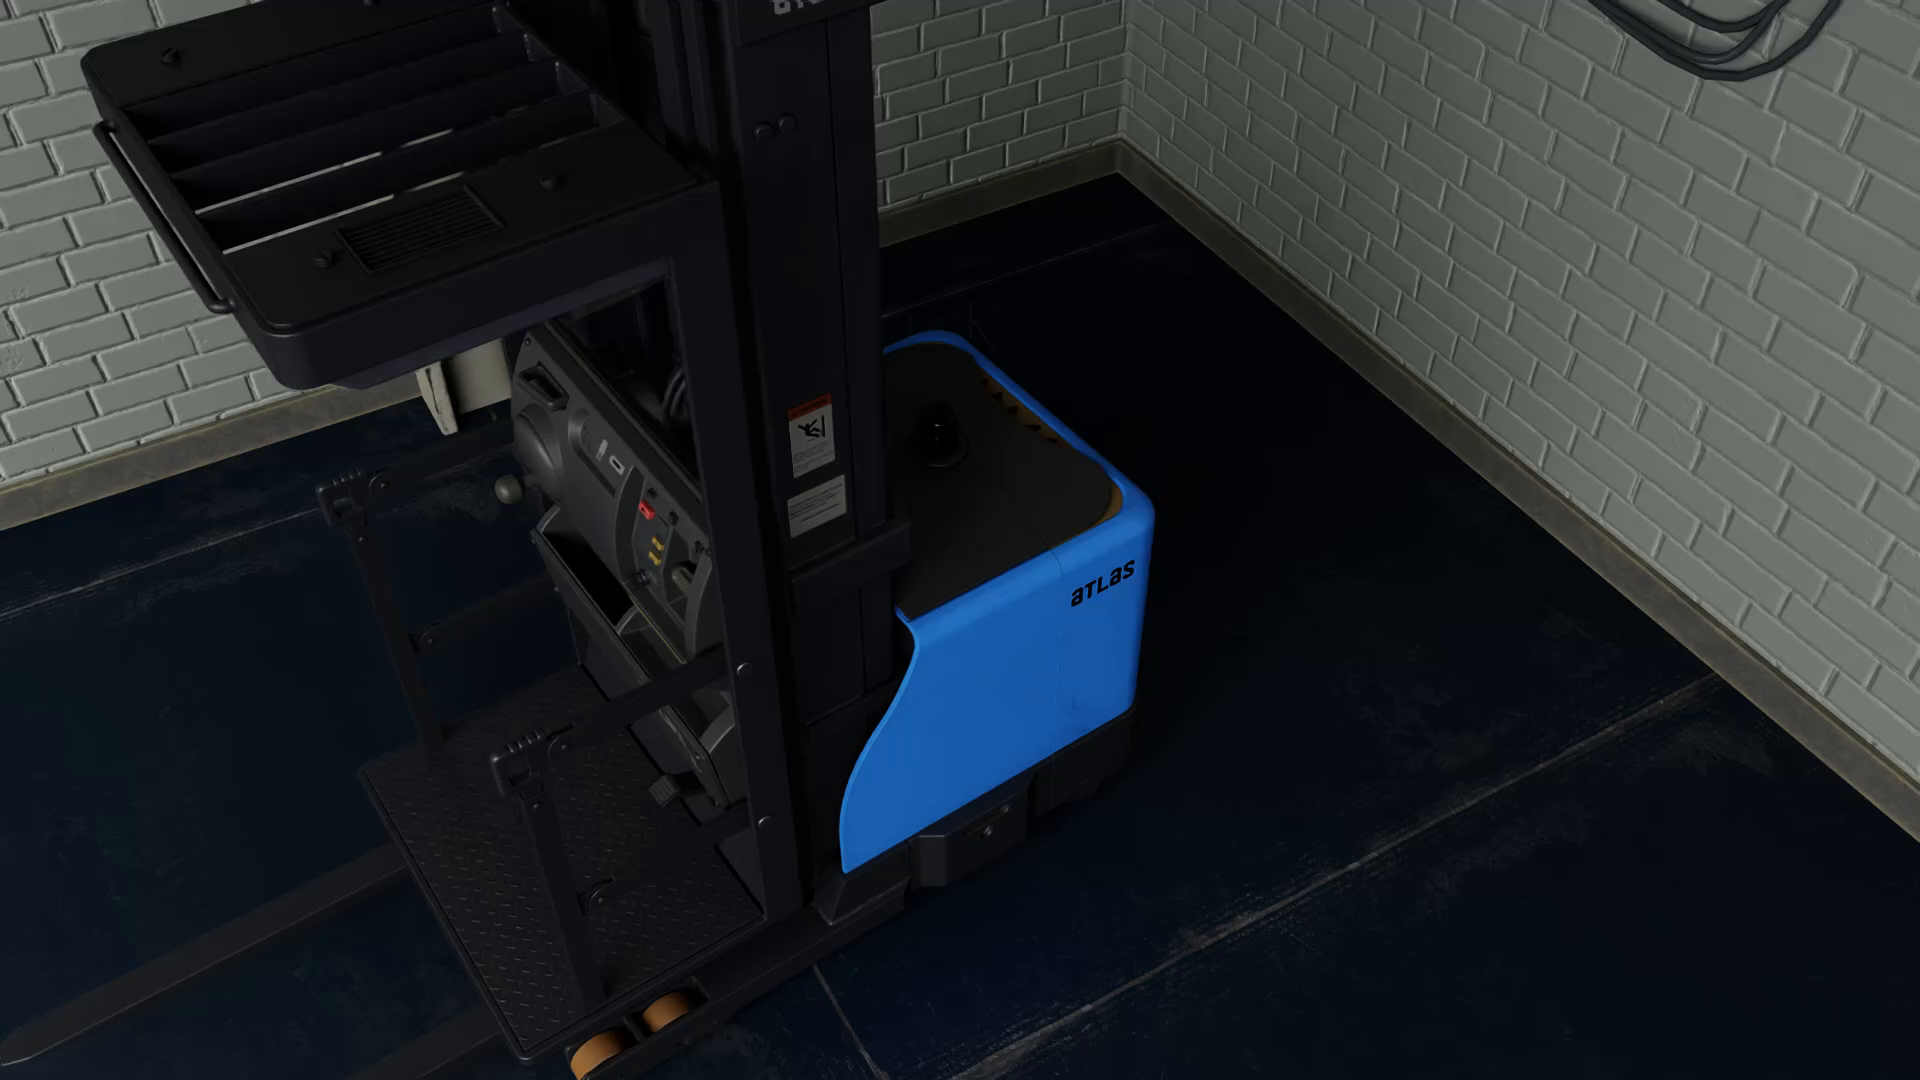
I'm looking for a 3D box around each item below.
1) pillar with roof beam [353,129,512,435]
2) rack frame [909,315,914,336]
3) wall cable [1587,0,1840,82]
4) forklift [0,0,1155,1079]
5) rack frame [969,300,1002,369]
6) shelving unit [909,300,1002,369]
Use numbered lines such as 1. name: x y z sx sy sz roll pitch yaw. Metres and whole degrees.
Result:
1. pillar with roof beam: 0.333 -1.177 0.501 0.400 9.000 9.100 -22 48 -21
2. rack frame: -0.110 -0.301 5.414 0.006 0.900 0.240 -16 46 -16
3. wall cable: 1.402 -2.886 4.492 0.112 2.526 3.097 -22 48 -21
4. forklift: -0.970 -0.052 3.699 3.031 2.935 1.130 -26 50 -25
5. rack frame: 0.078 -0.356 5.470 0.006 0.900 0.240 -16 46 -16
6. shelving unit: -0.016 -0.328 5.442 0.210 0.900 0.258 -16 46 -16
